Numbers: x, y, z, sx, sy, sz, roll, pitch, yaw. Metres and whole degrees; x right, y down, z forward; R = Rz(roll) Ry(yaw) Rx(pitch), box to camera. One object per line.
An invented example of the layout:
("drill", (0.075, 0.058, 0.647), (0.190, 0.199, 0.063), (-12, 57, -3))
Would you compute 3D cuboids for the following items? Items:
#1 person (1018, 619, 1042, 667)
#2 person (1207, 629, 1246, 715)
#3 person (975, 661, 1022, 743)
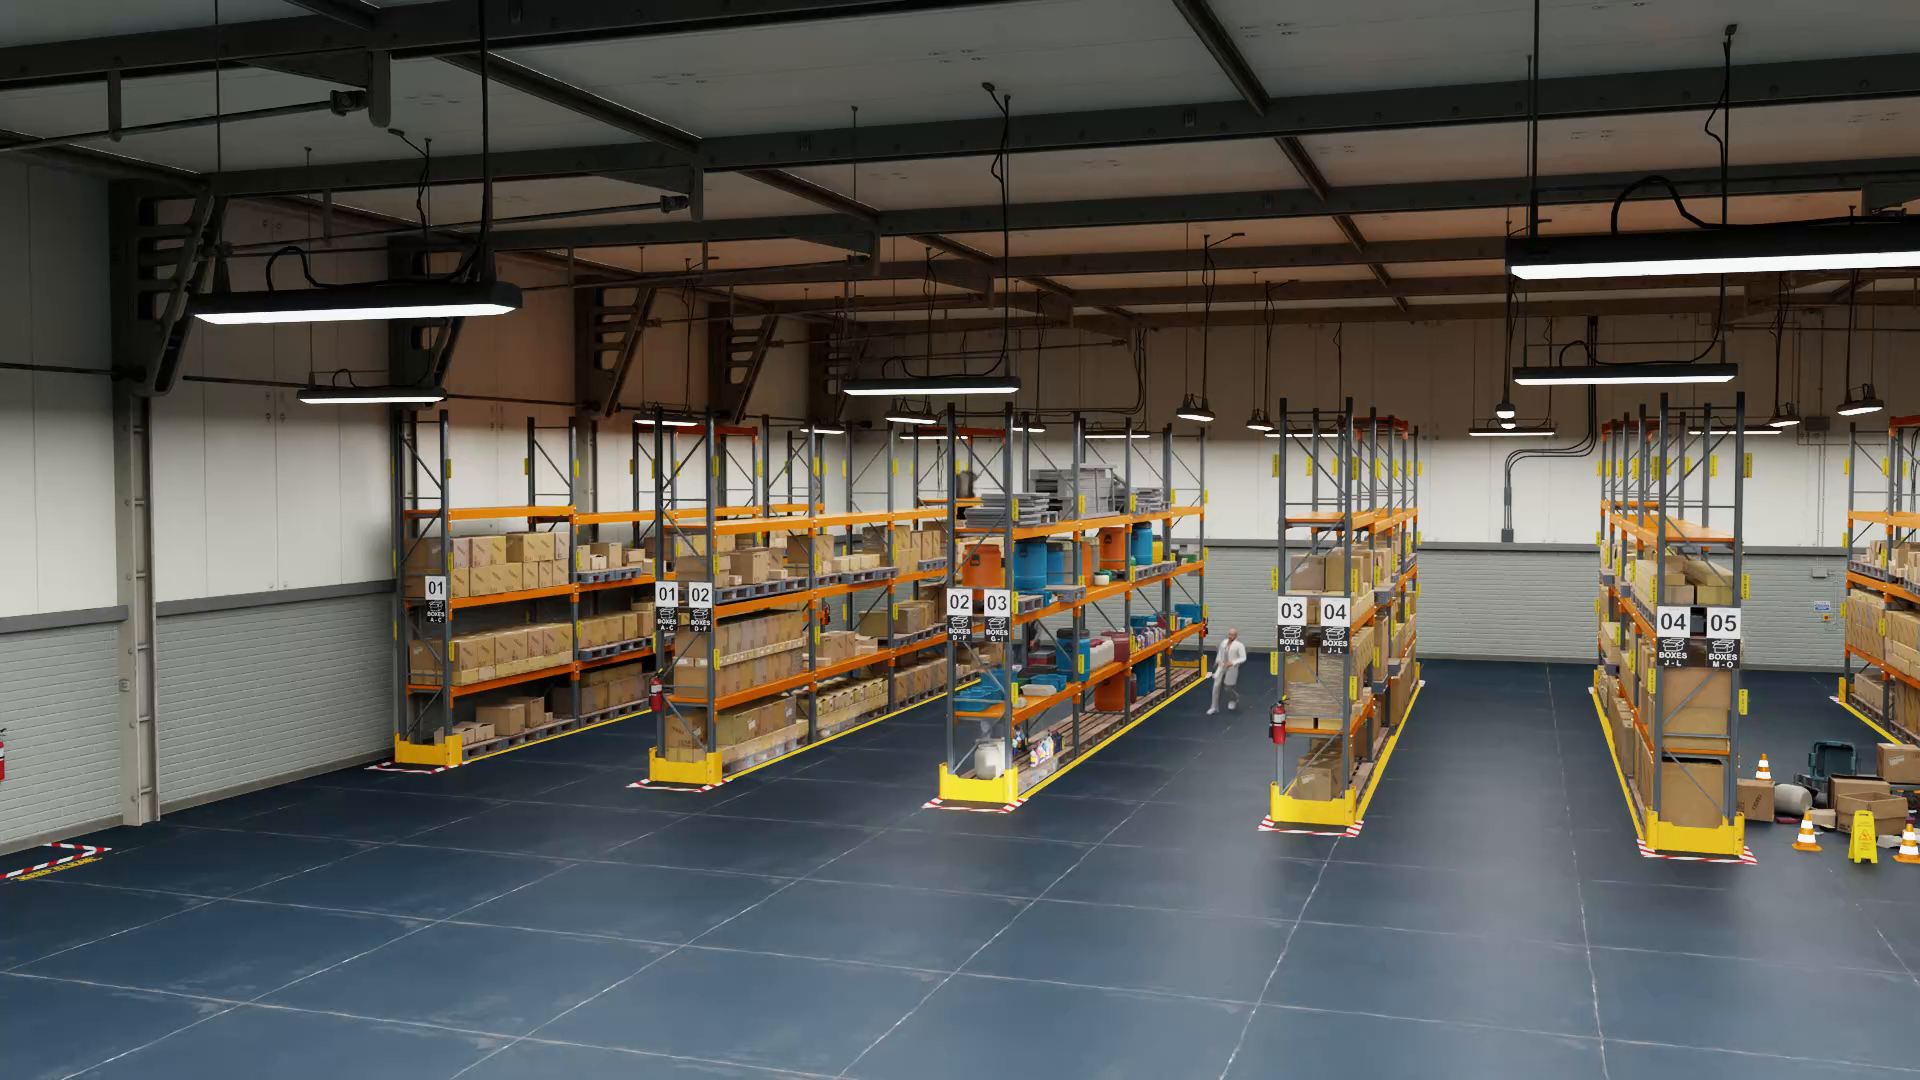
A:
("person", (1.611, 2.482, 39.071), (0.698, 1.711, 0.652), (2, 3, 34))
("person", (5.509, 2.671, 33.893), (0.743, 1.734, 0.985), (2, 3, 39))
("person", (0.728, 2.930, 30.301), (1.058, 1.503, 0.611), (-2, 3, -32))
